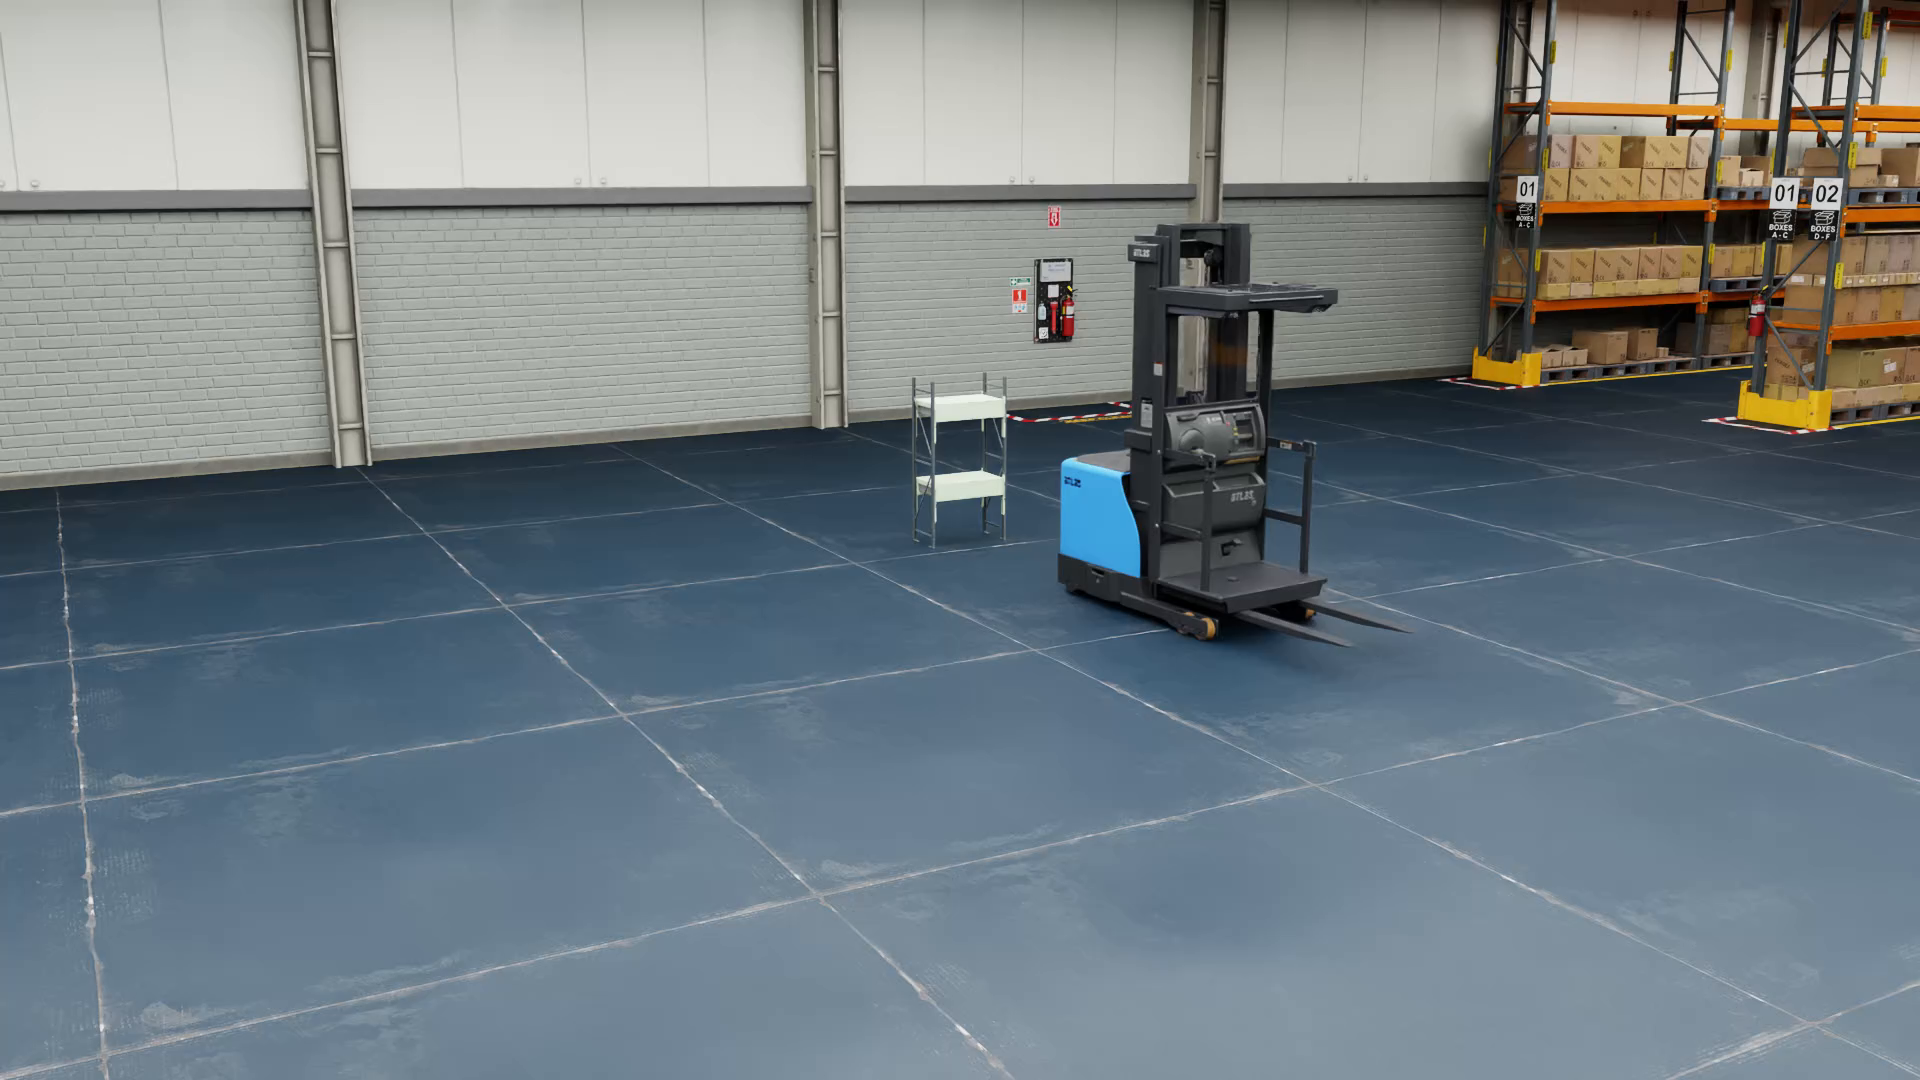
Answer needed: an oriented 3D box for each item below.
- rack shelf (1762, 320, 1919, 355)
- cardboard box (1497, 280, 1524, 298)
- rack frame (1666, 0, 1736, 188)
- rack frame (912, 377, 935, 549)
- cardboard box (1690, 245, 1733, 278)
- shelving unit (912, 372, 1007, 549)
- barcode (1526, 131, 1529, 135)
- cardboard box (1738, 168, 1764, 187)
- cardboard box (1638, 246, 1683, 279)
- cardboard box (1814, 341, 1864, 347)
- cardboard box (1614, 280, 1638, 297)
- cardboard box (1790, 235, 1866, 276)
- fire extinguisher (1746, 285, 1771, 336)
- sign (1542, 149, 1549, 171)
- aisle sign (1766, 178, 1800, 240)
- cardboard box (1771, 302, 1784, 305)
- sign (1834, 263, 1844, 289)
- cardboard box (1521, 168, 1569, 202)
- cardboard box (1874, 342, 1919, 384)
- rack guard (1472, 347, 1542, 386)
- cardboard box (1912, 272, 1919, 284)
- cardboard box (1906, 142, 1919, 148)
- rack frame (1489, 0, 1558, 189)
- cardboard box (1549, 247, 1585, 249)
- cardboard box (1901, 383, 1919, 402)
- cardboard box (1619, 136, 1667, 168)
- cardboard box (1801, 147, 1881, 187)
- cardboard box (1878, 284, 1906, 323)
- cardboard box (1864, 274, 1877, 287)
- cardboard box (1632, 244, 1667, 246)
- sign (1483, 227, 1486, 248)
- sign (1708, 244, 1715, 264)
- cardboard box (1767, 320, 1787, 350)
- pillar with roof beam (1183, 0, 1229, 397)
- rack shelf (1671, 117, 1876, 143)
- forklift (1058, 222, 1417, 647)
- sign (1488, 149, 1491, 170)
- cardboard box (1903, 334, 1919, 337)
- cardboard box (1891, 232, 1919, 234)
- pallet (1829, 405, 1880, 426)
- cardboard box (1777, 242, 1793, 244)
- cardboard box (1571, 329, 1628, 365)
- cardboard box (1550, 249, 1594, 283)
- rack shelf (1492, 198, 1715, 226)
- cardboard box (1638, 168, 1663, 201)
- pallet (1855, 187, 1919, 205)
[{"bbox_3d":[12.750,-2.889,22.892,4.000,0.370,1.077,-7,14,-28],"label":"rack shelf"},{"bbox_3d":[8.935,-4.007,26.517,0.500,0.250,0.500,-7,14,-27],"label":"cardboard box"},{"bbox_3d":[12.129,-7.331,27.329,0.127,3.000,1.000,-7,14,-28],"label":"rack frame"},{"bbox_3d":[-0.327,-0.692,14.911,0.023,1.500,0.400,-7,14,-28],"label":"rack frame"},{"bbox_3d":[12.592,-4.715,28.137,0.500,0.500,0.700,-7,14,-28],"label":"cardboard box"},{"bbox_3d":[-0.006,-0.731,15.082,0.755,1.500,0.431,-7,14,-28],"label":"shelving unit"},{"bbox_3d":[9.001,-6.447,26.362,0.075,0.075,0.001,-7,14,-28],"label":"barcode"},{"bbox_3d":[13.187,-6.136,28.097,0.500,0.311,0.500,-6,14,-26],"label":"cardboard box"},{"bbox_3d":[11.427,-4.544,27.196,0.500,0.500,0.500,-7,14,-28],"label":"cardboard box"},{"bbox_3d":[12.193,-2.480,23.037,0.500,0.500,0.500,-7,14,-28],"label":"cardboard box"},{"bbox_3d":[10.542,-4.073,26.811,0.500,0.250,0.500,-7,14,-27],"label":"cardboard box"},{"bbox_3d":[11.457,-3.763,21.957,0.500,0.500,0.700,-7,14,-28],"label":"cardboard box"},{"bbox_3d":[10.668,-3.068,22.229,0.183,0.674,0.296,-7,14,-28],"label":"fire extinguisher"},{"bbox_3d":[8.878,-5.769,25.228,0.005,0.325,0.100,-7,14,-28],"label":"sign"},{"bbox_3d":[10.796,-4.347,21.813,0.004,0.787,0.394,-7,14,-28],"label":"aisle sign"},{"bbox_3d":[14.502,-4.052,29.408,0.500,0.250,0.500,-7,14,-27],"label":"cardboard box"},{"bbox_3d":[11.255,-3.383,21.296,0.005,0.325,0.100,-7,14,-28],"label":"sign"},{"bbox_3d":[9.031,-5.492,25.718,0.500,0.500,0.500,-6,14,-26],"label":"cardboard box"},{"bbox_3d":[12.890,-2.429,22.811,0.500,0.500,0.500,-7,14,-28],"label":"cardboard box"},{"bbox_3d":[8.684,-2.772,26.428,0.348,0.500,1.175,-7,14,-28],"label":"rack guard"},{"bbox_3d":[12.792,-3.556,22.513,0.250,0.149,0.380,-7,14,-27],"label":"cardboard box"},{"bbox_3d":[17.838,-7.210,30.687,0.500,0.250,0.500,-7,15,-30],"label":"cardboard box"},{"bbox_3d":[8.618,-6.910,25.459,0.127,3.000,1.000,-7,14,-28],"label":"rack frame"},{"bbox_3d":[9.828,-4.483,26.925,0.500,0.500,0.500,-7,15,-29],"label":"cardboard box"},{"bbox_3d":[12.889,-2.064,22.894,0.500,0.250,0.500,-7,14,-28],"label":"cardboard box"},{"bbox_3d":[10.889,-6.192,26.551,0.500,0.500,0.500,-7,15,-30],"label":"cardboard box"},{"bbox_3d":[11.501,-4.876,21.741,0.637,0.503,0.797,-6,14,-24],"label":"cardboard box"},{"bbox_3d":[12.308,-3.232,22.551,0.500,0.500,0.700,-7,14,-27],"label":"cardboard box"},{"bbox_3d":[11.892,-3.448,22.036,0.250,0.149,0.380,-7,14,-28],"label":"cardboard box"},{"bbox_3d":[11.616,-4.697,27.879,0.500,0.500,0.500,-7,15,-29],"label":"cardboard box"},{"bbox_3d":[8.369,-4.812,26.441,0.005,0.325,0.100,-7,14,-28],"label":"sign"},{"bbox_3d":[12.395,-4.723,27.432,0.005,0.325,0.100,-7,14,-28],"label":"sign"},{"bbox_3d":[14.102,-3.645,29.305,0.500,0.500,0.700,-7,14,-28],"label":"cardboard box"},{"bbox_3d":[5.614,-5.690,20.036,0.400,9.000,9.100,-7,14,-28],"label":"pillar with roof beam"},{"bbox_3d":[13.884,-6.995,28.387,4.000,0.370,1.077,-7,14,-28],"label":"rack shelf"},{"bbox_3d":[2.027,-0.820,12.219,1.130,2.935,3.031,-8,15,-33],"label":"forklift"},{"bbox_3d":[8.369,-5.988,26.176,0.005,0.325,0.100,-7,14,-28],"label":"sign"},{"bbox_3d":[13.948,-2.691,23.973,0.500,0.500,0.500,-7,14,-28],"label":"cardboard box"},{"bbox_3d":[13.236,-3.978,22.911,0.500,0.500,0.700,-7,14,-28],"label":"cardboard box"},{"bbox_3d":[11.646,-1.757,22.577,1.213,0.211,1.003,-7,14,-28],"label":"pallet"},{"bbox_3d":[14.754,-4.973,29.286,0.500,0.500,0.700,-8,15,-33],"label":"cardboard box"},{"bbox_3d":[10.436,-3.161,27.157,0.500,0.500,0.700,-8,15,-31],"label":"cardboard box"},{"bbox_3d":[9.619,-4.328,26.238,0.500,0.500,0.500,-7,14,-28],"label":"cardboard box"},{"bbox_3d":[10.373,-5.306,26.803,4.000,0.370,1.077,-7,14,-28],"label":"rack shelf"},{"bbox_3d":[10.886,-5.709,26.681,0.500,0.500,0.500,-7,15,-30],"label":"cardboard box"},{"bbox_3d":[12.700,-4.648,22.441,1.213,0.211,1.003,-7,14,-28],"label":"pallet"}]
